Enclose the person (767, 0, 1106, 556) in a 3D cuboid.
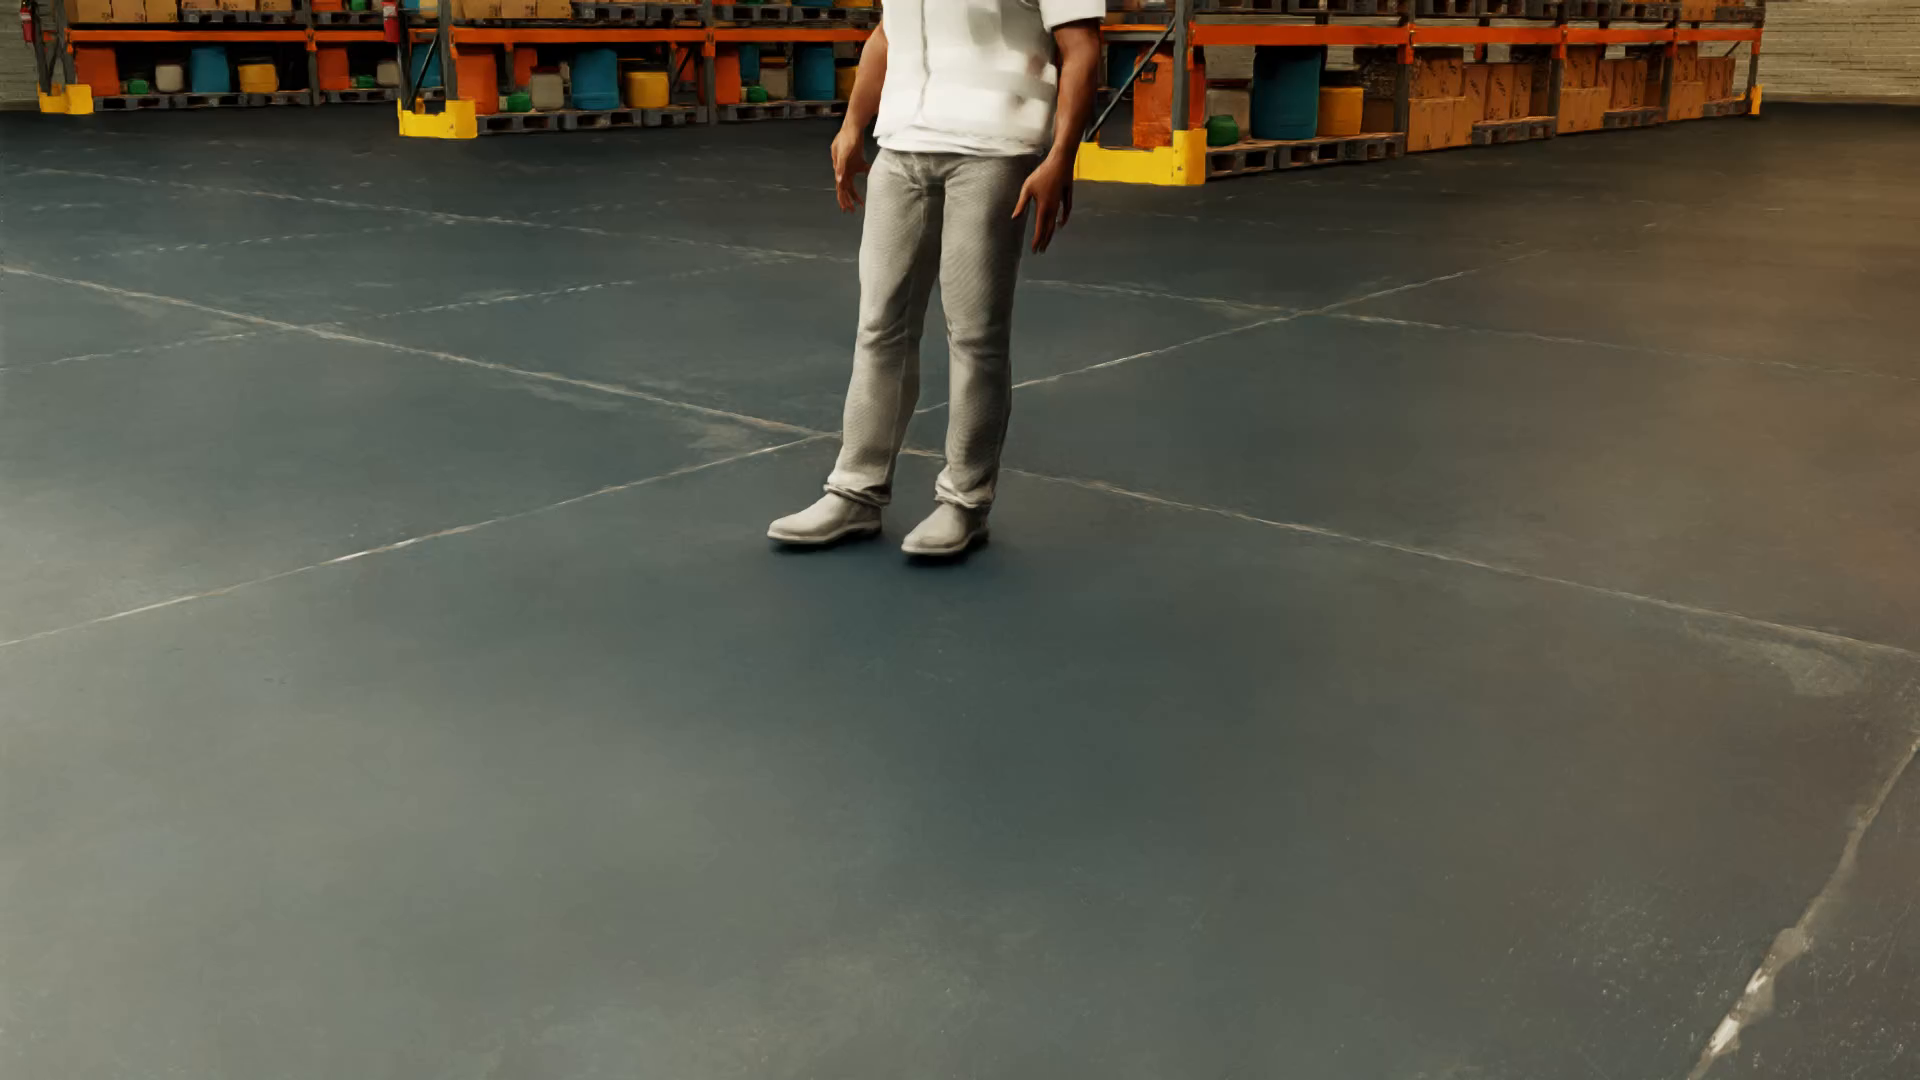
[{"bbox_3d":[-0.049,-0.837,3.635,0.665,1.766,0.576,13,21,37],"label":"person"}]
